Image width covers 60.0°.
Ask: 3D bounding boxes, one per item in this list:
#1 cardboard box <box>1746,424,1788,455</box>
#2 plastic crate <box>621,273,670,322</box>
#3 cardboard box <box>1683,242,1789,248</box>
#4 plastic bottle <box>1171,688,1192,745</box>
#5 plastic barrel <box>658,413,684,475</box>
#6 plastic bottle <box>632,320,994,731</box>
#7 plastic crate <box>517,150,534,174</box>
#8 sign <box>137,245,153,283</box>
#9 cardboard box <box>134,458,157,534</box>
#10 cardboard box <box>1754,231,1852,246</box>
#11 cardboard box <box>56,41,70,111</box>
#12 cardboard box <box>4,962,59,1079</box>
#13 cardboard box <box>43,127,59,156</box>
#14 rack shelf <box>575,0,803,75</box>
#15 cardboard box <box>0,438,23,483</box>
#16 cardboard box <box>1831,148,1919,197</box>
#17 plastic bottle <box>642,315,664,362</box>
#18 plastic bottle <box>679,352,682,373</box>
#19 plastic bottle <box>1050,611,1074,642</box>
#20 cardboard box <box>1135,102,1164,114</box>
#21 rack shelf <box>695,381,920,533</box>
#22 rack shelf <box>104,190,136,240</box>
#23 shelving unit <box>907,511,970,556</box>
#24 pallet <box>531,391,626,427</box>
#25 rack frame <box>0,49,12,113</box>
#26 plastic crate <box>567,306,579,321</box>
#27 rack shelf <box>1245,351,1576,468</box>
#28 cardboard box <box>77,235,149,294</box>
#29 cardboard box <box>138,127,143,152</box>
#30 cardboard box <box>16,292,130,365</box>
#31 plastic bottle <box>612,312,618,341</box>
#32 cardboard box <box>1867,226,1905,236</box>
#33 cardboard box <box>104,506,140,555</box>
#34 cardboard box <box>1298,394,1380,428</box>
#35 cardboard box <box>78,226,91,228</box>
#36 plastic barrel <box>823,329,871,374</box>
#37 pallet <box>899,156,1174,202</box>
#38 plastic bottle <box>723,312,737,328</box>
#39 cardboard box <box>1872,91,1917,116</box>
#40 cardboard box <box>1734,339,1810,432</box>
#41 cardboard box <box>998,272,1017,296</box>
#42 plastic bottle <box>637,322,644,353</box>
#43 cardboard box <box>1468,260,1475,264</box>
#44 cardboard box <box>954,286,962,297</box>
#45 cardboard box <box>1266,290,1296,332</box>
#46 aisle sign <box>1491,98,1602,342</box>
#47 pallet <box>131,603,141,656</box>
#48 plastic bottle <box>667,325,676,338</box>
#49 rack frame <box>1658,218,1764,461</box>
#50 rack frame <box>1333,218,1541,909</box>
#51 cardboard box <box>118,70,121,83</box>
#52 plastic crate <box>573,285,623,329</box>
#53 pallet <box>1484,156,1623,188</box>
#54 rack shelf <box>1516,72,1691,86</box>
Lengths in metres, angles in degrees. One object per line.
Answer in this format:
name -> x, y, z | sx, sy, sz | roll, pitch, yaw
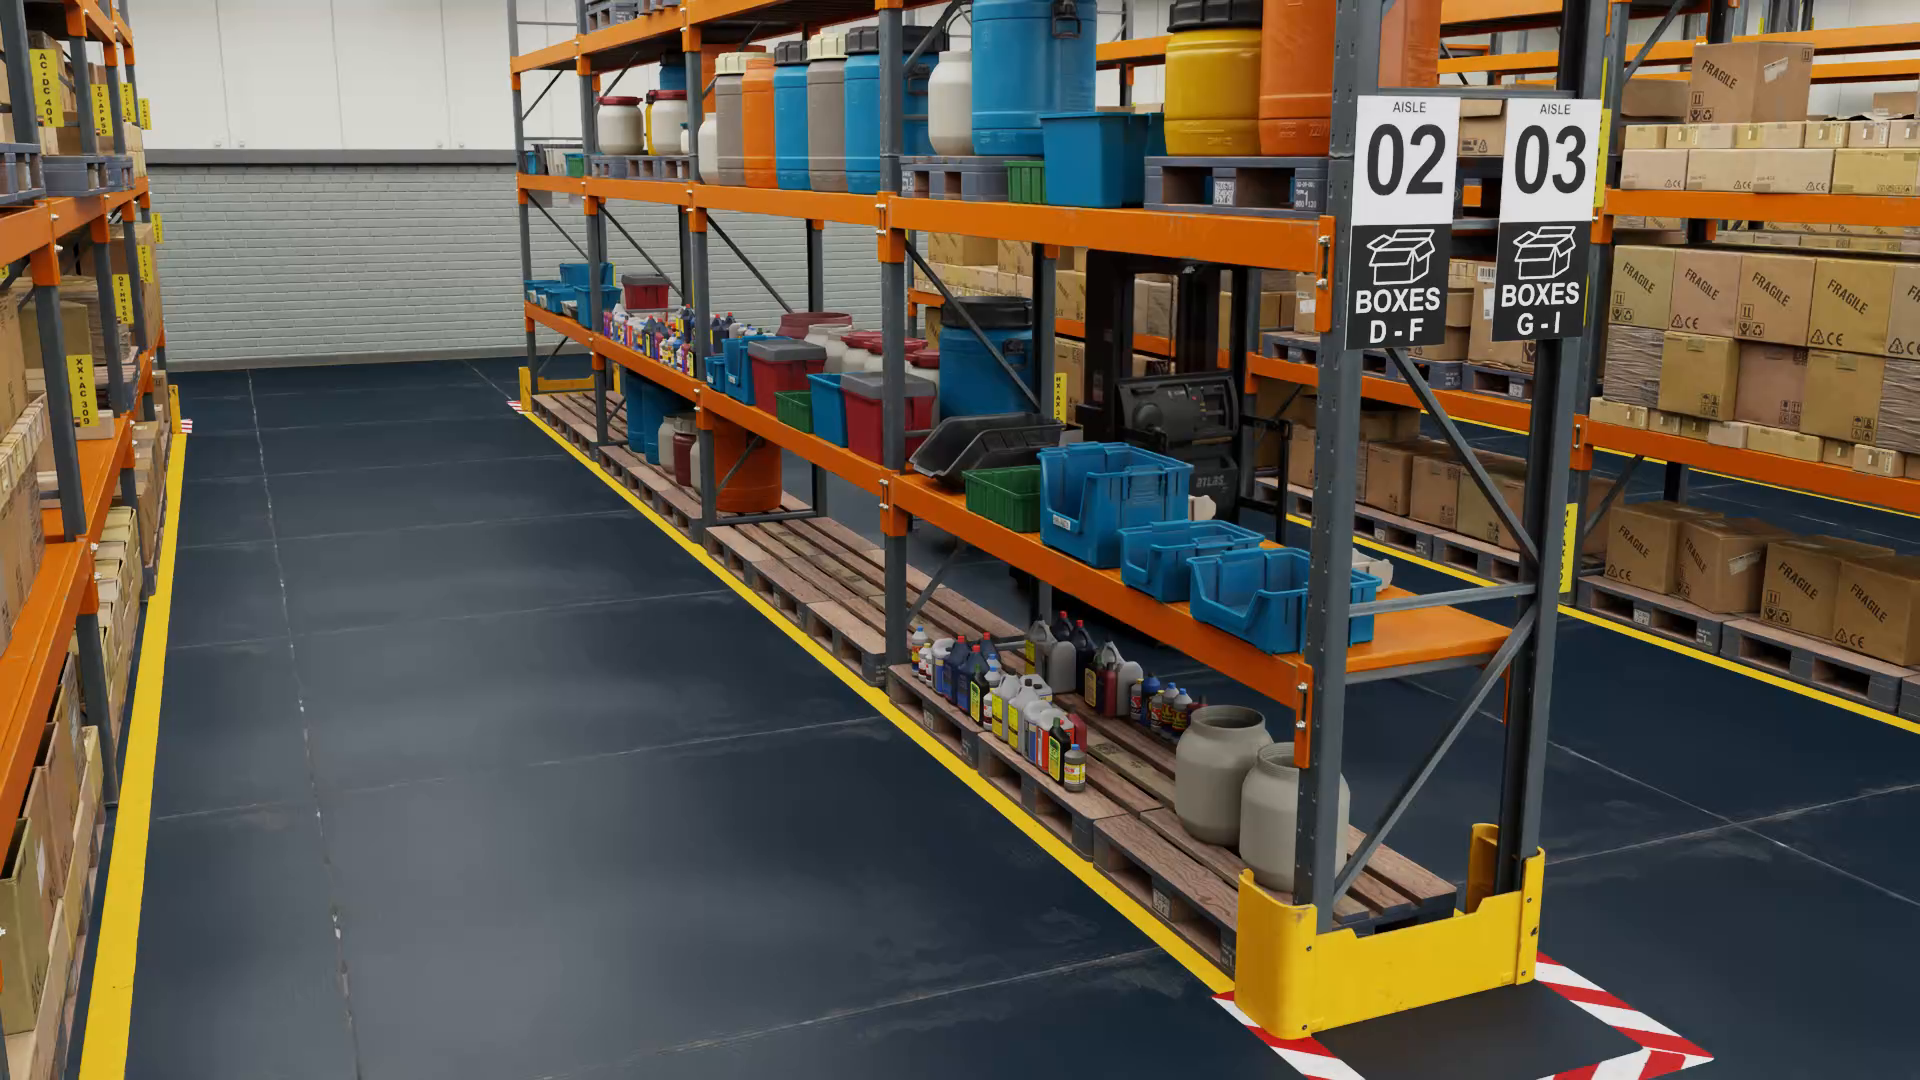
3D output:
cardboard box -> 4.927, -0.609, 9.904 | 0.380, 0.149, 0.250 | -6, 14, -23
plastic crate -> -3.277, -2.532, 17.381 | 0.402, 0.464, 0.583 | -6, 14, -23
cardboard box -> 5.026, -1.671, 10.840 | 0.500, 0.500, 0.500 | -6, 14, -23
plastic bottle -> 1.079, 0.856, 8.092 | 0.097, 0.271, 0.097 | 0, 13, 0
plastic barrel -> -2.519, -0.872, 15.070 | 0.421, 0.512, 0.421 | 0, 13, 0
plastic bottle -> -1.333, -0.518, 11.625 | 0.255, 1.356, 7.774 | -6, 14, -23
plastic crate -> -4.853, -4.383, 19.295 | 0.497, 0.269, 0.590 | -6, 14, -23
sign -> -7.183, -2.432, 14.659 | 0.100, 0.325, 0.005 | -6, 14, -23
cardboard box -> -6.419, -0.319, 12.665 | 0.500, 0.500, 0.500 | -6, 14, -24
cardboard box -> 7.951, -2.650, 15.728 | 0.700, 0.500, 0.500 | -6, 14, -24
cardboard box -> -6.665, -3.290, 11.840 | 0.500, 0.500, 0.500 | -6, 14, -23
cardboard box -> -3.097, 1.563, 5.131 | 0.500, 0.250, 0.500 | -6, 14, -23
cardboard box -> -5.627, -2.389, 9.787 | 0.500, 0.250, 0.500 | -5, 14, -21
rack shelf -> -7.601, -4.183, 13.971 | 10.861, 0.370, 7.844 | -6, 14, -23
cardboard box -> -3.774, -0.282, 6.276 | 0.380, 0.149, 0.250 | -6, 14, -23
cardboard box -> 5.163, -2.010, 9.083 | 0.500, 0.250, 0.500 | -6, 14, -24
plastic bottle -> -2.621, -1.751, 14.391 | 0.144, 0.351, 0.637 | -6, 14, -23
plastic bottle -> -2.222, -1.459, 13.462 | 0.097, 0.201, 0.097 | 0, 13, 0
plastic bottle -> 0.577, 0.572, 9.145 | 0.144, 0.351, 0.185 | -6, 14, -24
cardboard box -> 2.153, -4.021, 16.280 | 0.797, 0.503, 0.637 | -6, 14, -24
rack shelf -> -0.746, -0.674, 11.225 | 1.077, 0.370, 4.000 | -6, 14, -23
rack shelf -> -6.888, -2.515, 12.528 | 1.077, 0.370, 4.000 | -6, 14, -23
shelving unit -> 11.232, -2.523, 10.967 | 19.663, 6.000, 13.307 | -6, 14, -23
pallet -> -4.457, -1.558, 19.634 | 1.003, 0.211, 1.213 | -6, 14, -23
rack frame -> -4.488, -3.087, 6.751 | 0.949, 2.616, 0.053 | -6, 14, -23
plastic crate -> -3.844, -2.366, 17.419 | 0.437, 0.125, 0.590 | -6, 14, -23
rack shelf -> 3.792, -1.121, 13.158 | 1.077, 0.370, 4.000 | -6, 14, -23
cardboard box -> -7.621, -2.476, 14.977 | 0.500, 0.500, 0.500 | -5, 14, -21
cardboard box -> -8.853, -4.193, 17.404 | 0.500, 0.250, 0.500 | -6, 14, -23
cardboard box -> -6.634, -1.570, 12.350 | 0.700, 0.500, 0.500 | -3, 13, -12
plastic bottle -> -3.238, -2.017, 15.719 | 0.097, 0.271, 0.097 | 0, 13, 0
cardboard box -> 11.218, -3.608, 19.866 | 0.500, 0.500, 0.500 | -6, 14, -23
cardboard box -> -5.652, -0.043, 10.828 | 0.500, 0.311, 0.500 | -5, 14, -21
cardboard box -> 3.287, -1.111, 14.424 | 0.500, 0.250, 0.500 | -5, 14, -21
cardboard box -> -9.139, -2.957, 17.054 | 0.500, 0.500, 0.500 | -5, 14, -22
plastic barrel -> -0.771, -1.212, 11.706 | 0.421, 0.512, 0.421 | 0, 13, 0
pallet -> 0.434, -1.840, 8.436 | 1.213, 0.211, 1.003 | -6, 14, -23
plastic bottle -> -2.040, -1.852, 14.829 | 0.144, 0.351, 0.185 | -6, 14, -23
cardboard box -> 8.529, -3.742, 14.857 | 0.500, 0.500, 0.500 | -6, 14, -23
cardboard box -> 5.177, -0.953, 9.954 | 0.875, 0.500, 0.500 | -6, 14, -23
cardboard box -> 0.762, -2.958, 19.169 | 0.500, 0.250, 0.500 | -5, 14, -21
plastic bottle -> -2.828, -1.806, 14.805 | 0.097, 0.271, 0.097 | 0, 13, 0
cardboard box -> 6.026, -3.226, 18.961 | 0.380, 0.149, 0.250 | -6, 14, -24
cardboard box -> 0.143, -3.047, 20.439 | 0.380, 0.149, 0.250 | -6, 14, -24
cardboard box -> 3.046, -2.059, 15.391 | 0.500, 0.500, 0.500 | -5, 14, -21
aisle sign -> 1.955, -1.063, 5.545 | 0.394, 0.787, 0.004 | -6, 14, -23
pallet -> -5.793, 0.541, 10.564 | 1.003, 0.211, 1.213 | -6, 14, -23
plastic bottle -> -2.500, -1.713, 14.379 | 0.061, 0.283, 0.133 | -6, 14, -23
rack frame -> 7.576, -2.312, 16.708 | 1.000, 3.000, 0.127 | -6, 14, -23
rack frame -> 1.660, 0.215, 5.789 | 0.949, 2.616, 0.053 | -6, 14, -23
cardboard box -> -8.196, -4.131, 15.473 | 0.700, 0.500, 0.500 | -6, 14, -23
plastic crate -> -3.649, -2.351, 16.779 | 0.392, 0.384, 0.575 | -6, 14, -23
pallet -> 4.444, -2.566, 11.567 | 1.213, 0.211, 1.003 | -6, 14, -23
rack shelf -> 9.668, -6.397, 23.535 | 1.077, 0.370, 4.000 | -6, 14, -23
